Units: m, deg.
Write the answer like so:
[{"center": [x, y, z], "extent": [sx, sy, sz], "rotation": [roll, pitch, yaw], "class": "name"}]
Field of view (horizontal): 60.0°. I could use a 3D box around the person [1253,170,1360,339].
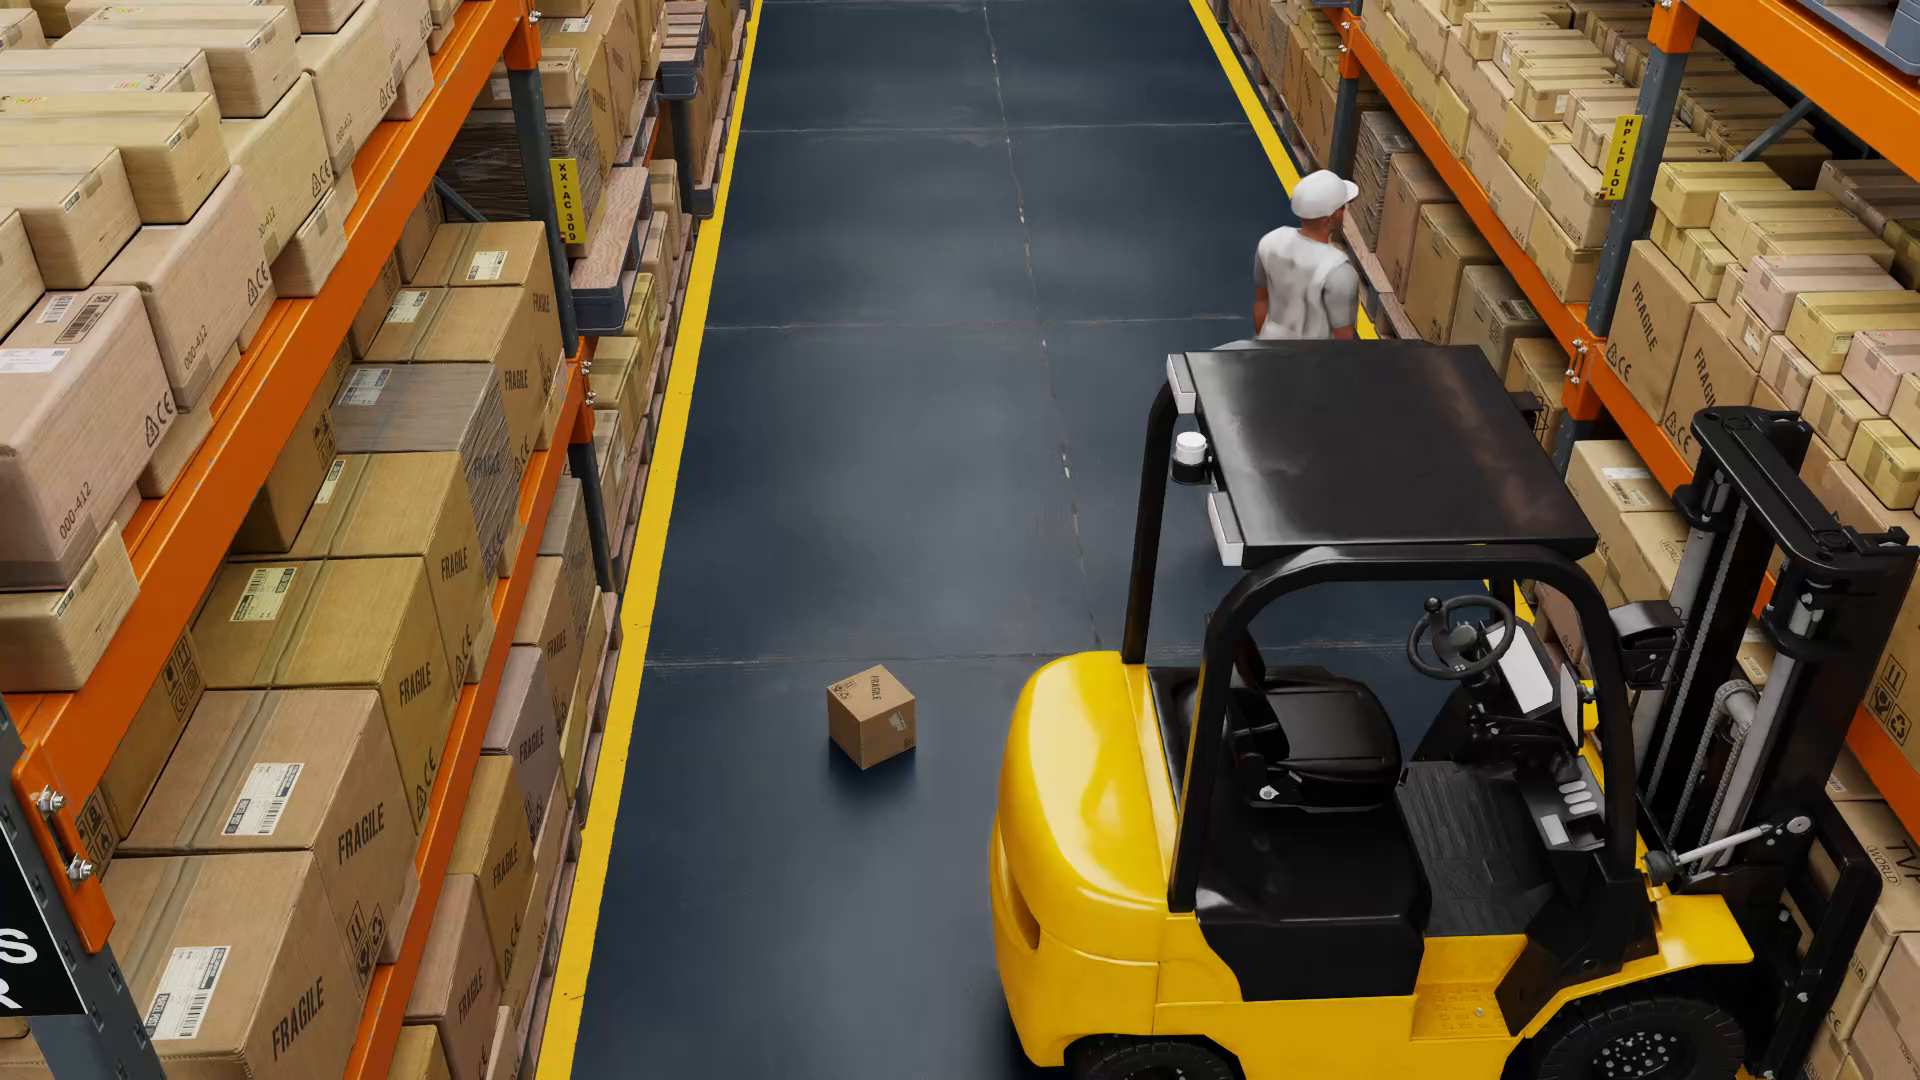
[{"center": [1.510, -0.783, 7.199], "extent": [0.620, 1.785, 0.590], "rotation": [-25, 42, -31], "class": "person"}]
